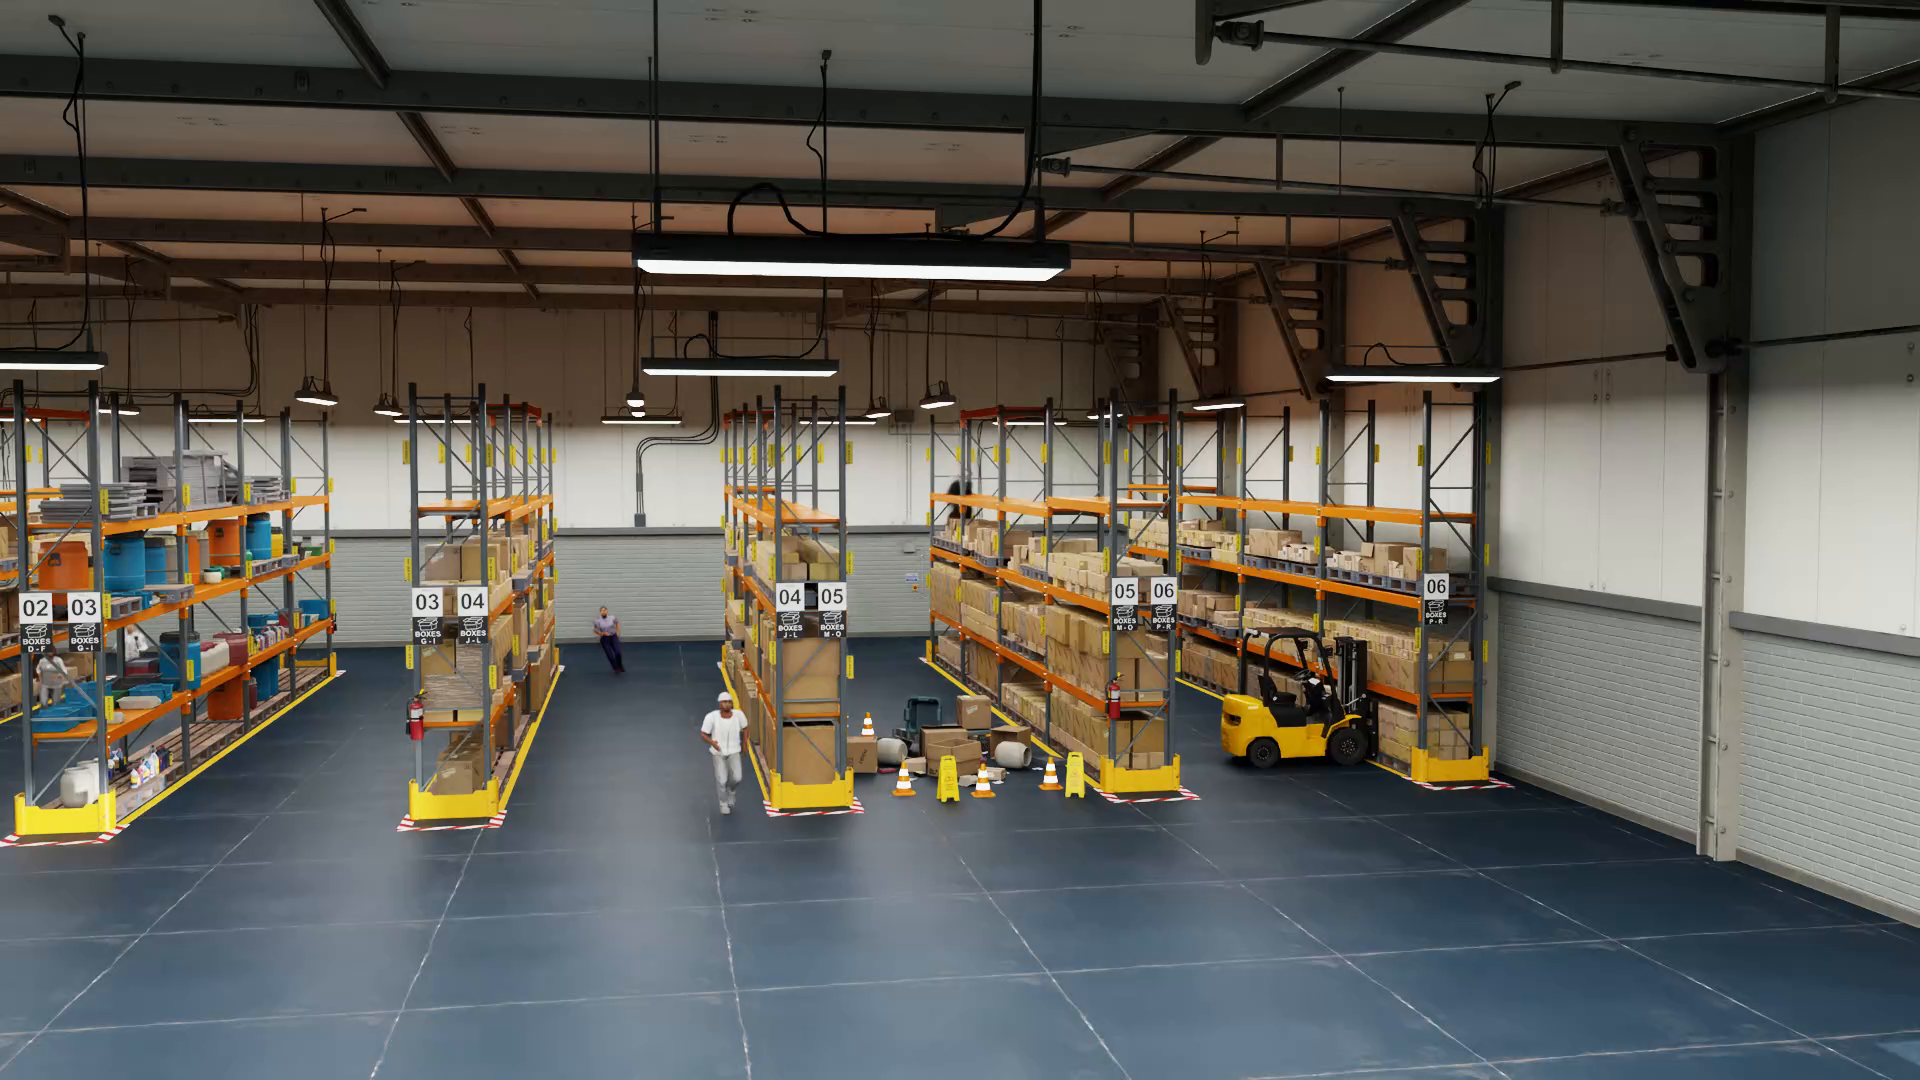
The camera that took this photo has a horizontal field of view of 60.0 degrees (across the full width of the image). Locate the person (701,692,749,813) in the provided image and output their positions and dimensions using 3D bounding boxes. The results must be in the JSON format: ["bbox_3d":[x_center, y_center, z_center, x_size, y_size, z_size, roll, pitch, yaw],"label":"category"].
[{"bbox_3d":[-3.252,2.973,23.222,0.705,1.715,0.595,-1,3,-20],"label":"person"}]

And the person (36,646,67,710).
[{"bbox_3d":[-16.413,2.687,30.028,0.528,1.604,0.684,-1,3,-19],"label":"person"}]

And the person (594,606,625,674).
[{"bbox_3d":[-7.995,2.287,37.901,0.689,1.569,0.562,-1,3,-17],"label":"person"}]

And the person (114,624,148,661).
[{"bbox_3d":[-16.943,2.442,33.966,0.613,1.667,0.822,-1,3,-23],"label":"person"}]
